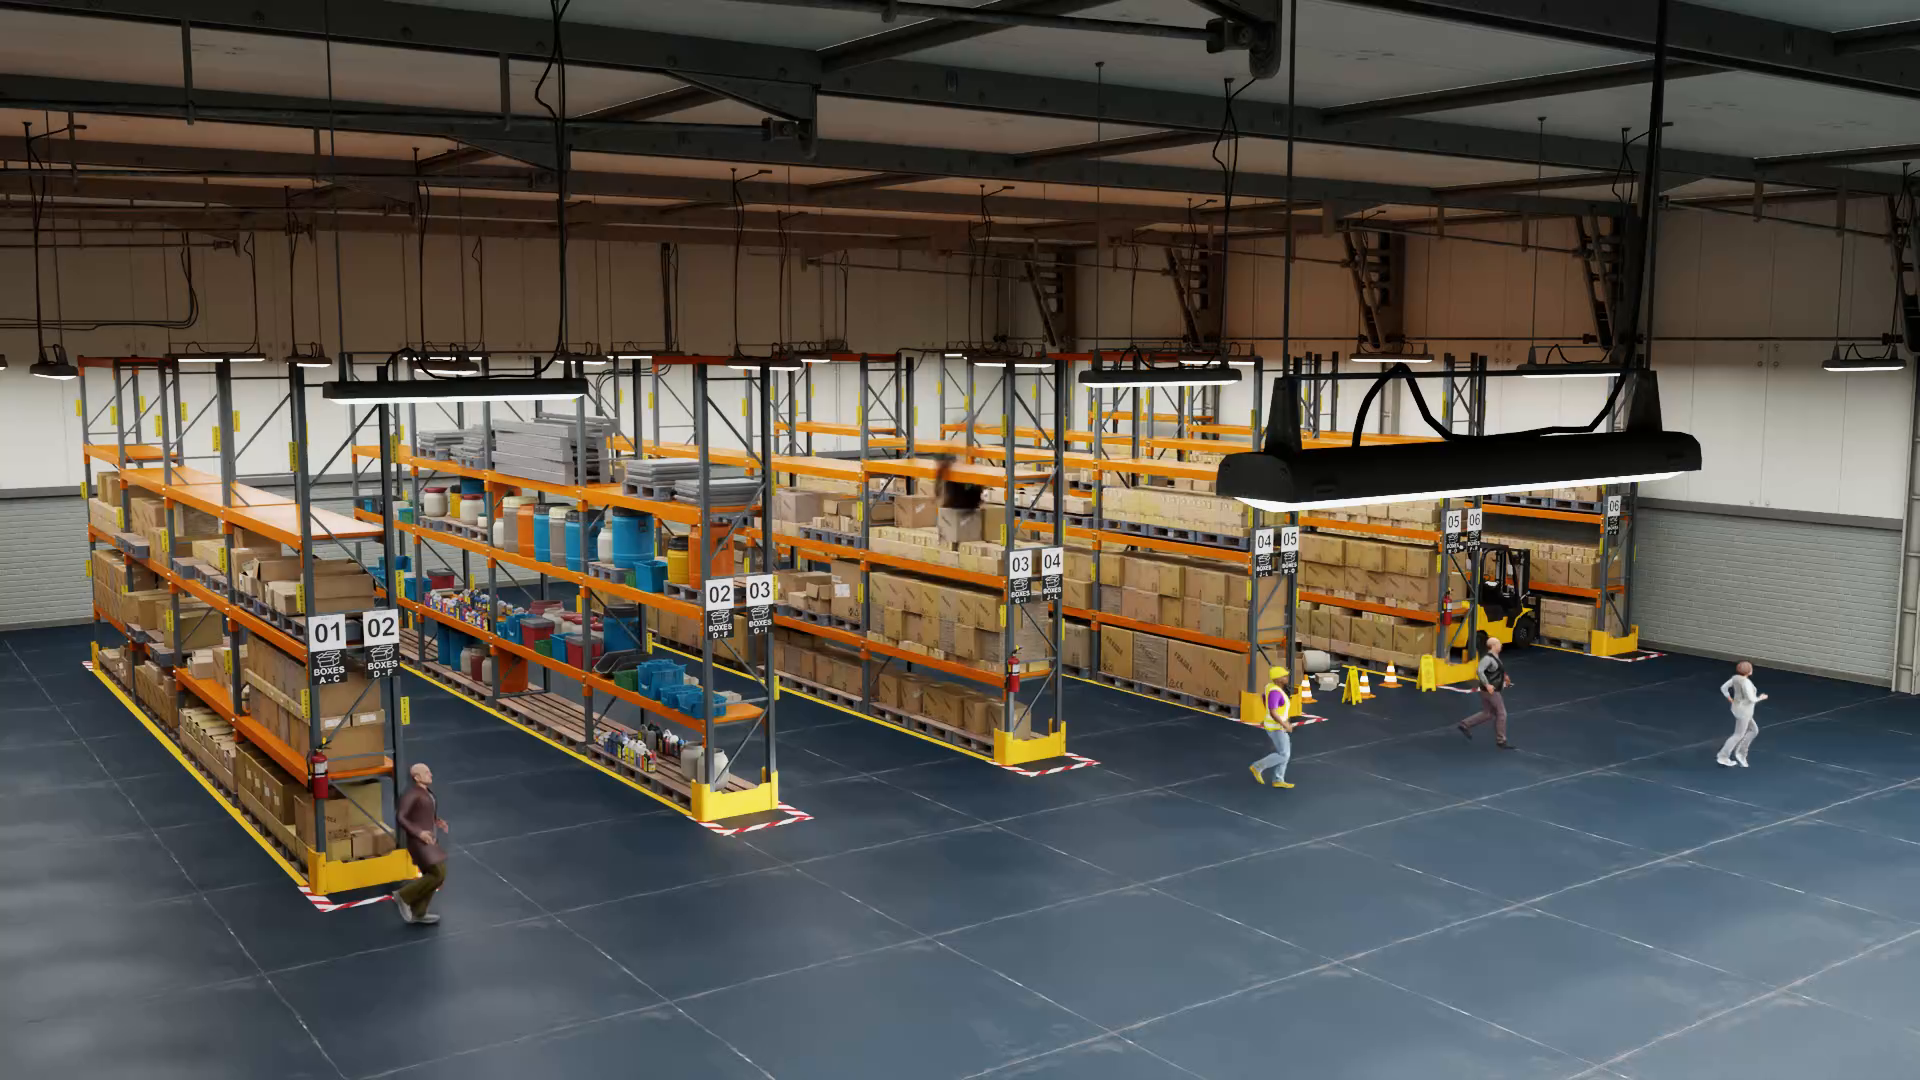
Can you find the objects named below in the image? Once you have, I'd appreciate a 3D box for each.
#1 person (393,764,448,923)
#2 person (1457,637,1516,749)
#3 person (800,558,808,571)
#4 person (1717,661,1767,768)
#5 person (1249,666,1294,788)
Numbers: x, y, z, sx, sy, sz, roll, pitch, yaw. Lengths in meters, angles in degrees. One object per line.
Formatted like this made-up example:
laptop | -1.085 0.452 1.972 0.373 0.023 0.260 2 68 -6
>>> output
person | -5.848 3.288 18.083 0.579 1.731 0.746 -1 7 -4
person | 8.203 2.359 25.836 0.892 1.726 0.669 2 7 16
person | -4.034 0.414 42.049 0.869 1.657 0.626 2 7 16
person | 11.523 2.576 24.482 0.678 1.621 0.507 1 7 7
person | 4.406 2.639 23.455 0.653 1.744 0.724 0 7 3
